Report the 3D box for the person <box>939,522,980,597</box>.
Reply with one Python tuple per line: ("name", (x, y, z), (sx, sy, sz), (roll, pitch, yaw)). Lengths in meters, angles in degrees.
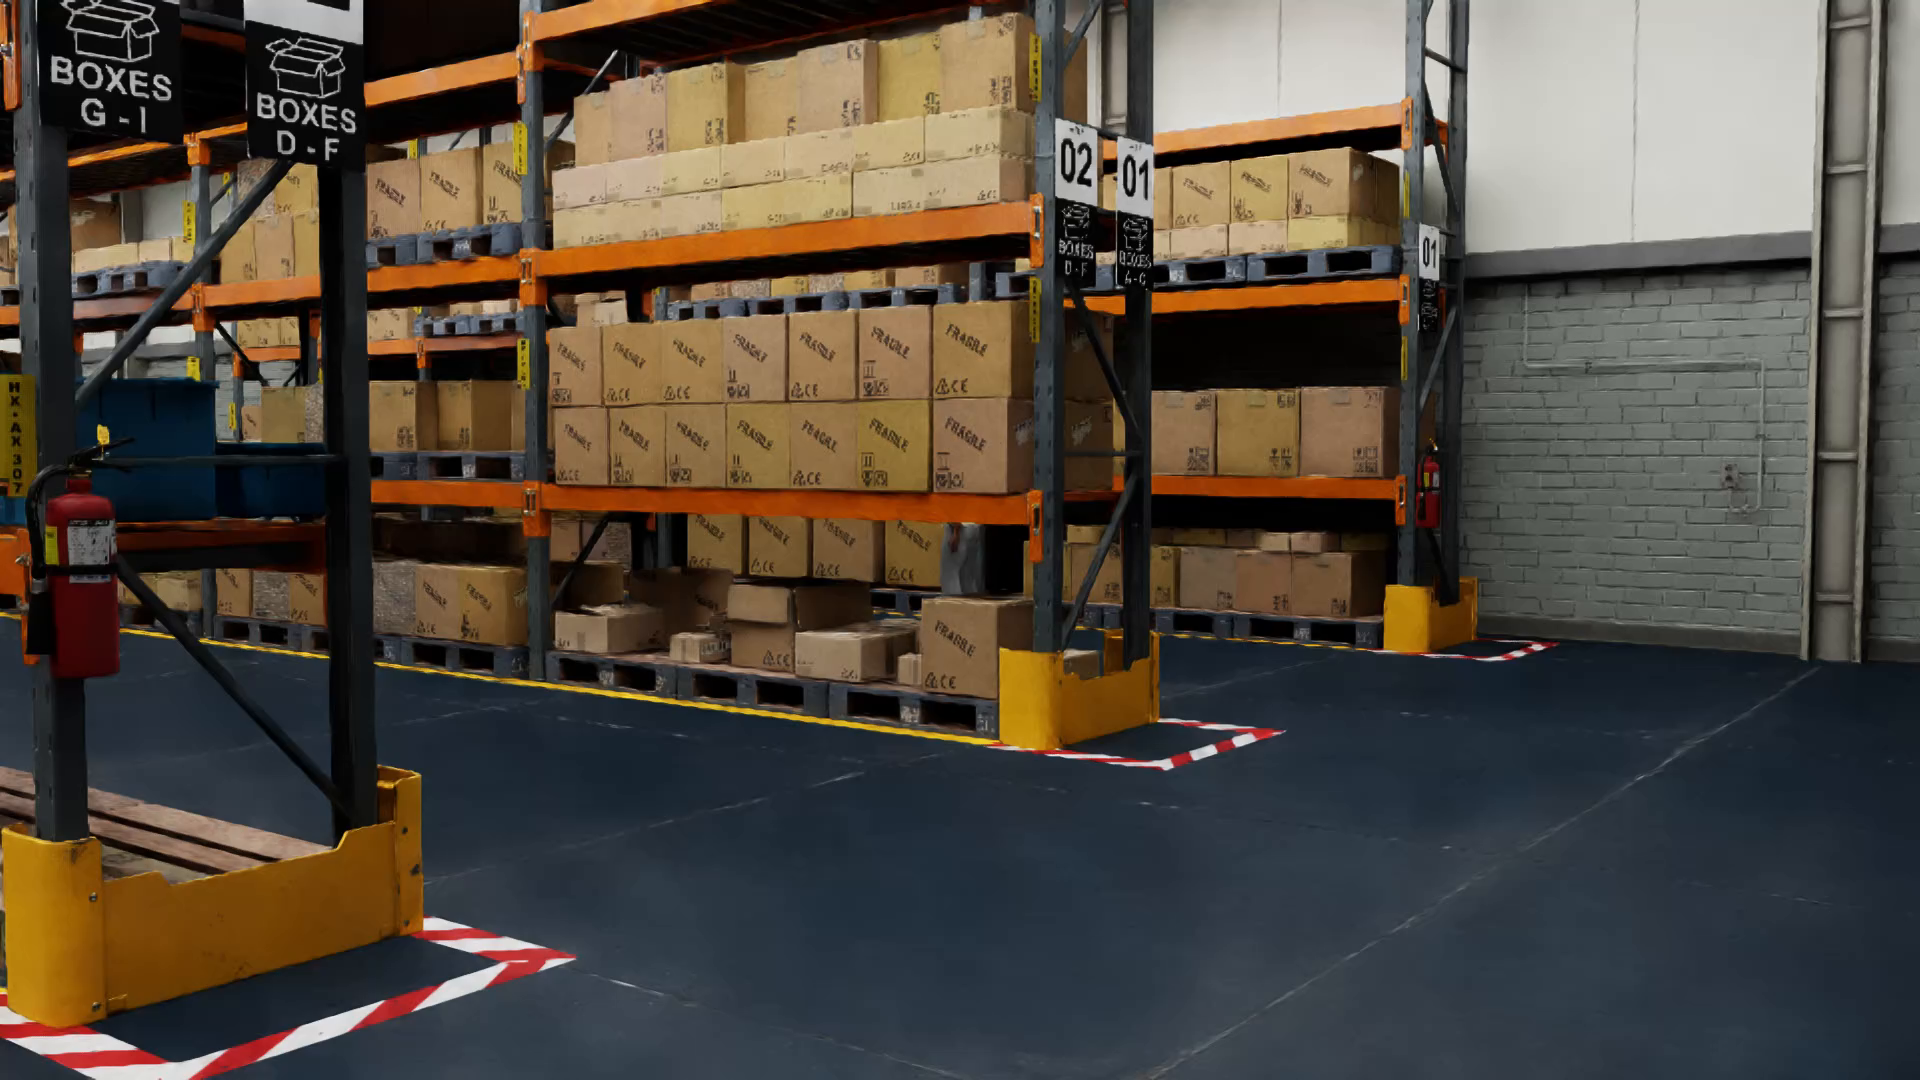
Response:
("person", (-0.046, -0.065, 13.553), (0.404, 1.705, 0.535), (1, 3, 14))
